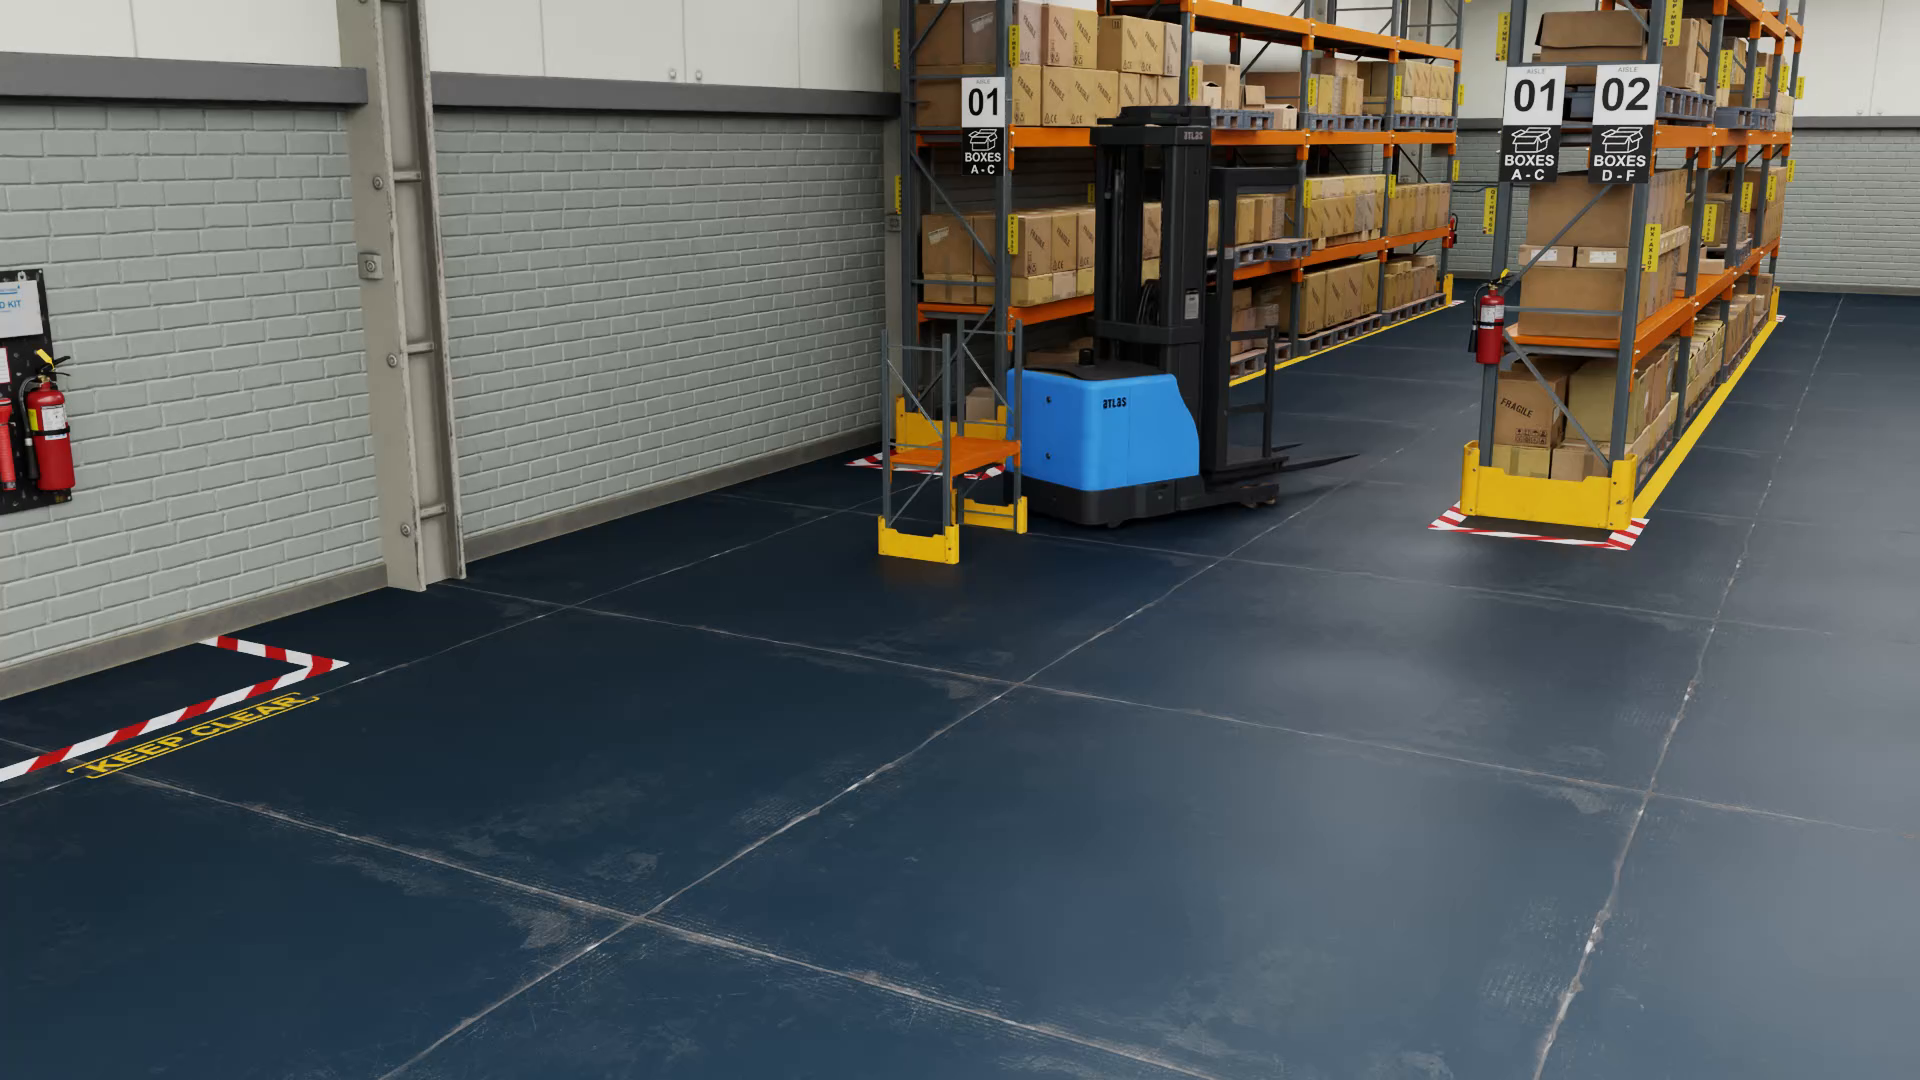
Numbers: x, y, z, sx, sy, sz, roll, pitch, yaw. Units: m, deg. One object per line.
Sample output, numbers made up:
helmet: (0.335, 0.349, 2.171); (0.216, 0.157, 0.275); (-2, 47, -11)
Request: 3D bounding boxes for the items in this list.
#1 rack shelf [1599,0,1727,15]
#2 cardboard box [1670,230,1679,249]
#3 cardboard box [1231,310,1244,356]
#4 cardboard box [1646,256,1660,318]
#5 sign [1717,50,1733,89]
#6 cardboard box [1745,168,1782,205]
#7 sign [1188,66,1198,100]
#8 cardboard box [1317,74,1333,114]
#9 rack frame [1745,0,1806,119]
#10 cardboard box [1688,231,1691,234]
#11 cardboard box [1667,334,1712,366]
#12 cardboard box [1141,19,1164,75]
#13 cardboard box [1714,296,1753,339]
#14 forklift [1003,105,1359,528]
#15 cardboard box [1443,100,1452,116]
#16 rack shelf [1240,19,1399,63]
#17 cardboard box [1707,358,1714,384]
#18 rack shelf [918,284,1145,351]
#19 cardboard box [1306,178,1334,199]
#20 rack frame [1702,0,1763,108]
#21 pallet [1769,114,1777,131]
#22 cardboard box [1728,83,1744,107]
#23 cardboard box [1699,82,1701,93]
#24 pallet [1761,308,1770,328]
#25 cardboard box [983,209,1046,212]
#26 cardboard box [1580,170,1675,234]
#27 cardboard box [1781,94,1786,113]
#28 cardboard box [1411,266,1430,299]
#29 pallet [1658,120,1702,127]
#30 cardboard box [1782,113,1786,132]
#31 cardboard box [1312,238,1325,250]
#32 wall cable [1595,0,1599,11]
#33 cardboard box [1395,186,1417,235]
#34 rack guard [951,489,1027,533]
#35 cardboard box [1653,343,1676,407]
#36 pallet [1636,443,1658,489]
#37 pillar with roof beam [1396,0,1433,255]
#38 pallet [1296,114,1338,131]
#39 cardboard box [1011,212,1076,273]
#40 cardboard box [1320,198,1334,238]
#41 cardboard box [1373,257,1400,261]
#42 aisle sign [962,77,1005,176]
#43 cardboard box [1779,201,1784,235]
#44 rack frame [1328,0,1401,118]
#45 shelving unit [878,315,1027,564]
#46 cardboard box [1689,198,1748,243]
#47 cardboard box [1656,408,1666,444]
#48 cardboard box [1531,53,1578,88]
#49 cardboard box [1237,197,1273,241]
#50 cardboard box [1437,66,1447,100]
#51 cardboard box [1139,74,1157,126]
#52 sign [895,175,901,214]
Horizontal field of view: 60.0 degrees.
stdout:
rack shelf: (5.267, -4.410, 13.012); (1.077, 0.370, 4.000); (7, 15, 28)
cardboard box: (5.918, -2.573, 14.209); (0.380, 0.149, 0.250); (7, 15, 28)
cardboard box: (2.961, -2.476, 19.800); (0.700, 0.500, 0.500); (7, 15, 28)
cardboard box: (5.283, -2.088, 13.581); (0.700, 0.500, 0.500); (8, 16, 30)
sign: (6.721, -4.133, 14.605); (0.100, 0.325, 0.005); (7, 15, 28)
cardboard box: (11.322, -5.006, 23.551); (0.500, 0.500, 0.500); (8, 16, 30)
sign: (2.375, -4.658, 16.951); (0.100, 0.325, 0.005); (7, 15, 28)
cardboard box: (4.503, -5.882, 21.980); (0.700, 0.500, 0.500); (8, 16, 31)
rack frame: (12.035, -7.826, 24.795); (1.000, 3.000, 0.127); (7, 15, 28)
cardboard box: (7.116, -2.863, 16.795); (0.500, 0.500, 0.500); (7, 15, 28)
cardboard box: (7.394, -1.960, 17.037); (0.500, 0.311, 0.500); (8, 16, 30)
cardboard box: (1.634, -4.763, 16.101); (0.500, 0.500, 0.500); (8, 16, 31)
cardboard box: (9.867, -2.854, 21.364); (0.500, 0.500, 0.500); (7, 15, 28)
forklift: (1.815, -1.758, 12.570); (3.031, 2.935, 1.130); (-10, 17, -35)
cardboard box: (7.575, -6.928, 26.680); (0.500, 0.250, 0.500); (8, 16, 30)
rack shelf: (4.796, -6.611, 22.145); (1.077, 0.370, 4.000); (7, 15, 28)
cardboard box: (7.635, -1.791, 17.534); (0.500, 0.250, 0.500); (8, 16, 29)
rack shelf: (0.929, -2.248, 15.994); (1.077, 0.370, 4.000); (7, 15, 28)
cardboard box: (4.534, -4.571, 21.601); (0.500, 0.250, 0.500); (7, 15, 27)
rack frame: (8.168, -6.185, 17.987); (1.000, 3.000, 0.127); (7, 15, 28)
pallet: (9.725, -5.330, 21.243); (1.213, 0.211, 1.003); (7, 15, 28)
cardboard box: (8.349, -4.869, 18.714); (0.910, 0.500, 0.500); (7, 15, 28)
cardboard box: (6.803, -4.276, 15.892); (0.500, 0.250, 0.500); (6, 15, 23)
pallet: (11.614, -3.375, 25.082); (1.003, 0.211, 1.213); (7, 15, 28)
cardboard box: (0.502, -2.818, 15.501); (0.500, 0.500, 0.500); (7, 15, 27)
cardboard box: (5.539, -2.829, 13.886); (0.700, 0.500, 0.500); (7, 15, 28)
cardboard box: (11.046, -5.993, 22.845); (0.500, 0.250, 0.500); (7, 15, 28)
cardboard box: (7.204, -4.202, 26.999); (0.700, 0.500, 0.500); (7, 15, 28)
pallet: (6.649, -3.995, 15.714); (0.805, 0.209, 1.217); (7, 15, 26)
cardboard box: (11.280, -5.854, 23.334); (0.500, 0.250, 0.500); (7, 15, 28)
cardboard box: (4.523, -3.853, 21.610); (0.380, 0.149, 0.250); (8, 16, 30)
wall cable: (13.112, -10.146, 30.266); (3.097, 2.526, 0.112); (7, 15, 28)
cardboard box: (6.397, -5.054, 25.457); (0.980, 0.700, 0.700); (7, 15, 27)
rack guard: (0.204, -0.208, 11.863); (0.587, 0.250, 0.087); (7, 15, 28)
cardboard box: (5.949, -1.459, 14.554); (0.500, 0.500, 0.500); (7, 15, 28)
pallet: (5.224, -0.683, 13.914); (1.003, 0.211, 1.213); (7, 15, 28)
pillar with roof beam: (12.013, -8.551, 27.801); (9.100, 9.000, 0.400); (7, 15, 28)
pallet: (4.094, -5.333, 21.259); (1.213, 0.211, 1.003); (8, 16, 31)
cardboard box: (0.704, -2.653, 14.816); (0.500, 0.500, 0.500); (7, 15, 28)
cardboard box: (4.550, -4.209, 21.701); (0.500, 0.500, 0.500); (8, 16, 30)
cardboard box: (6.843, -4.460, 26.688); (0.380, 0.149, 0.250); (8, 16, 29)
aisle sign: (0.190, -3.403, 13.700); (0.394, 0.787, 0.004); (7, 15, 28)
cardboard box: (12.057, -4.836, 24.978); (0.500, 0.500, 0.500); (8, 16, 30)
rack frame: (5.763, -7.566, 23.716); (1.000, 3.000, 0.127); (7, 15, 28)
shelving unit: (-0.037, -0.713, 11.293); (0.587, 1.500, 1.083); (7, 15, 28)
cardboard box: (8.983, -3.829, 19.907); (0.700, 0.500, 0.500); (11, 17, 38)
cardboard box: (5.722, -0.990, 14.209); (0.500, 0.250, 0.500); (7, 15, 28)
cardboard box: (4.626, -3.551, 12.587); (0.500, 0.250, 0.500); (7, 15, 28)
cardboard box: (3.365, -3.876, 20.059); (0.700, 0.500, 0.500); (6, 15, 23)
cardboard box: (7.330, -7.190, 26.169); (0.500, 0.500, 0.500); (8, 16, 30)
cardboard box: (1.612, -4.291, 16.275); (0.500, 0.500, 0.500); (6, 15, 23)
sign: (-0.514, -2.971, 14.312); (0.100, 0.325, 0.005); (7, 15, 28)
